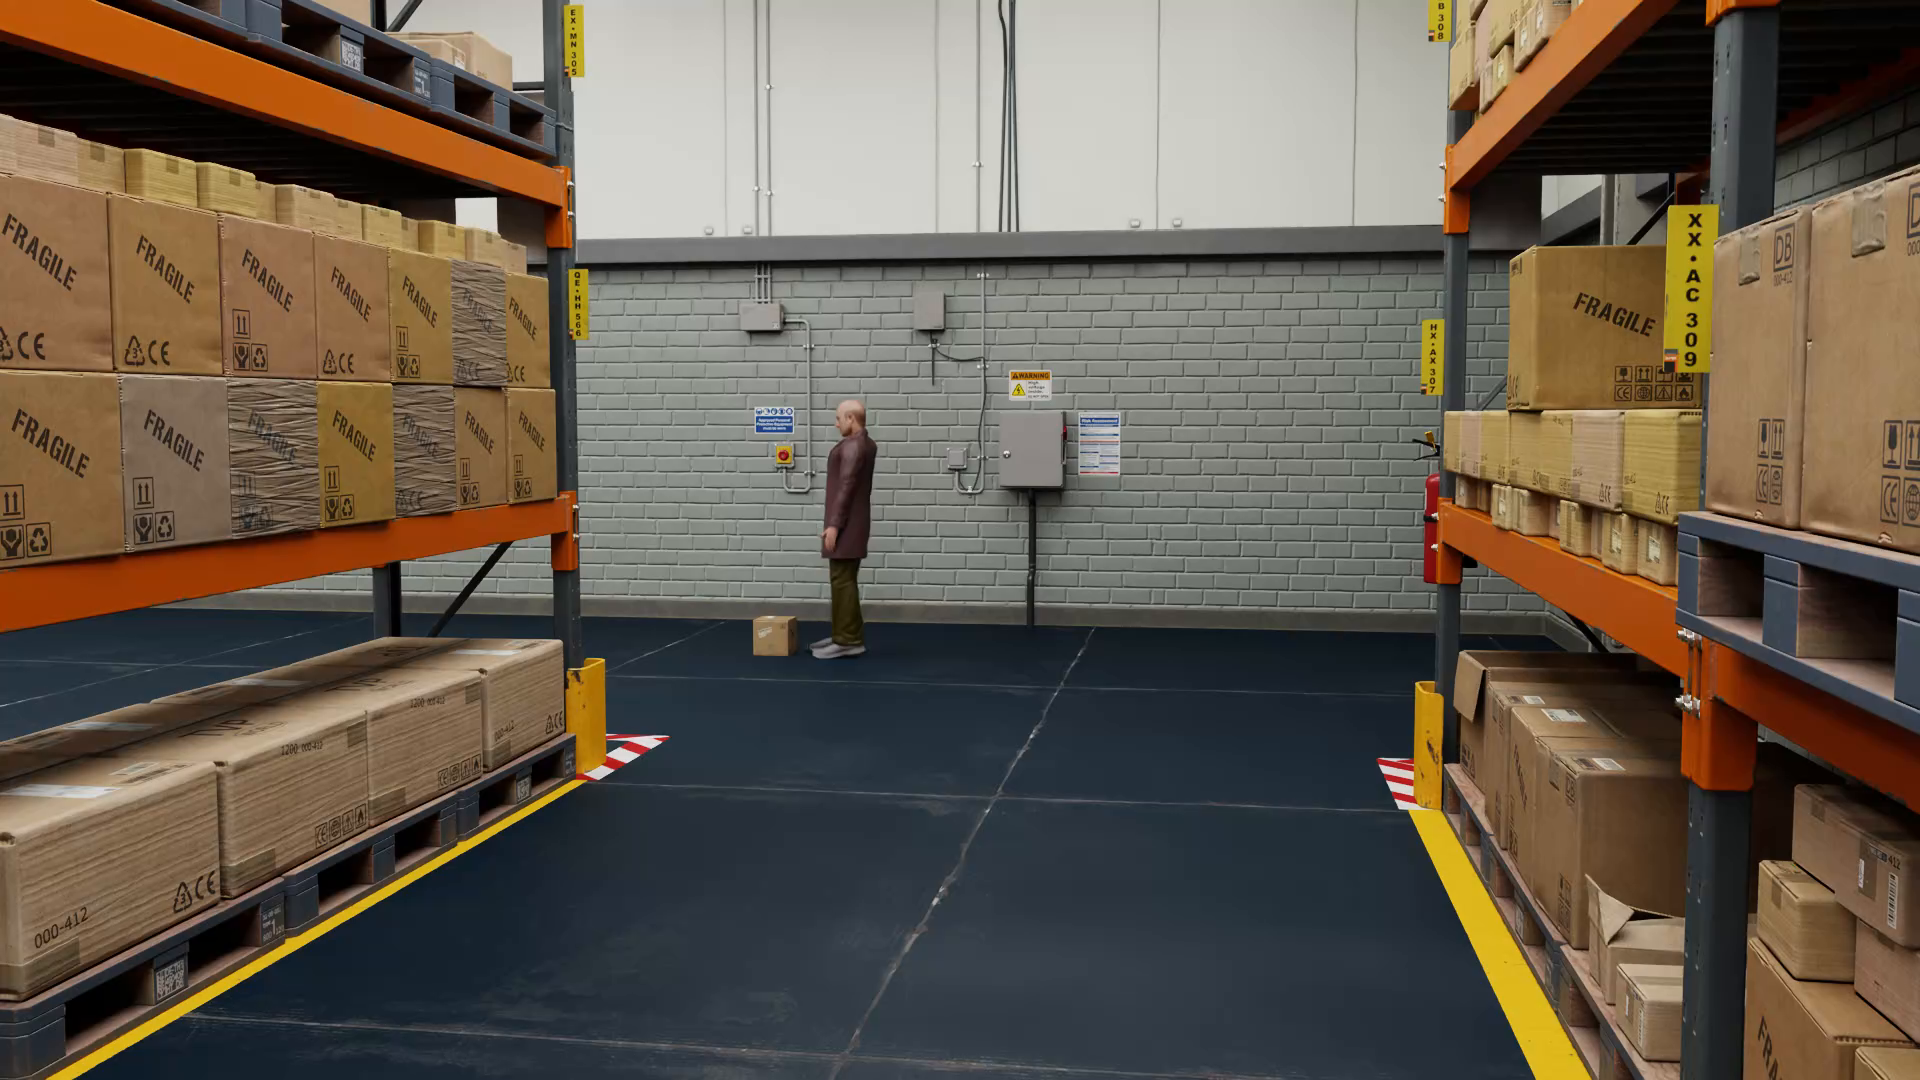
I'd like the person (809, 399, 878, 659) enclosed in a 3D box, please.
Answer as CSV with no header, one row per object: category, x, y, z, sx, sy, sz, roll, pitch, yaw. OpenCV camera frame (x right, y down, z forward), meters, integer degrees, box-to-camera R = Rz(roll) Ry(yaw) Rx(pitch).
person,-0.850,-0.081,11.605,0.495,1.799,0.620,1,4,9
